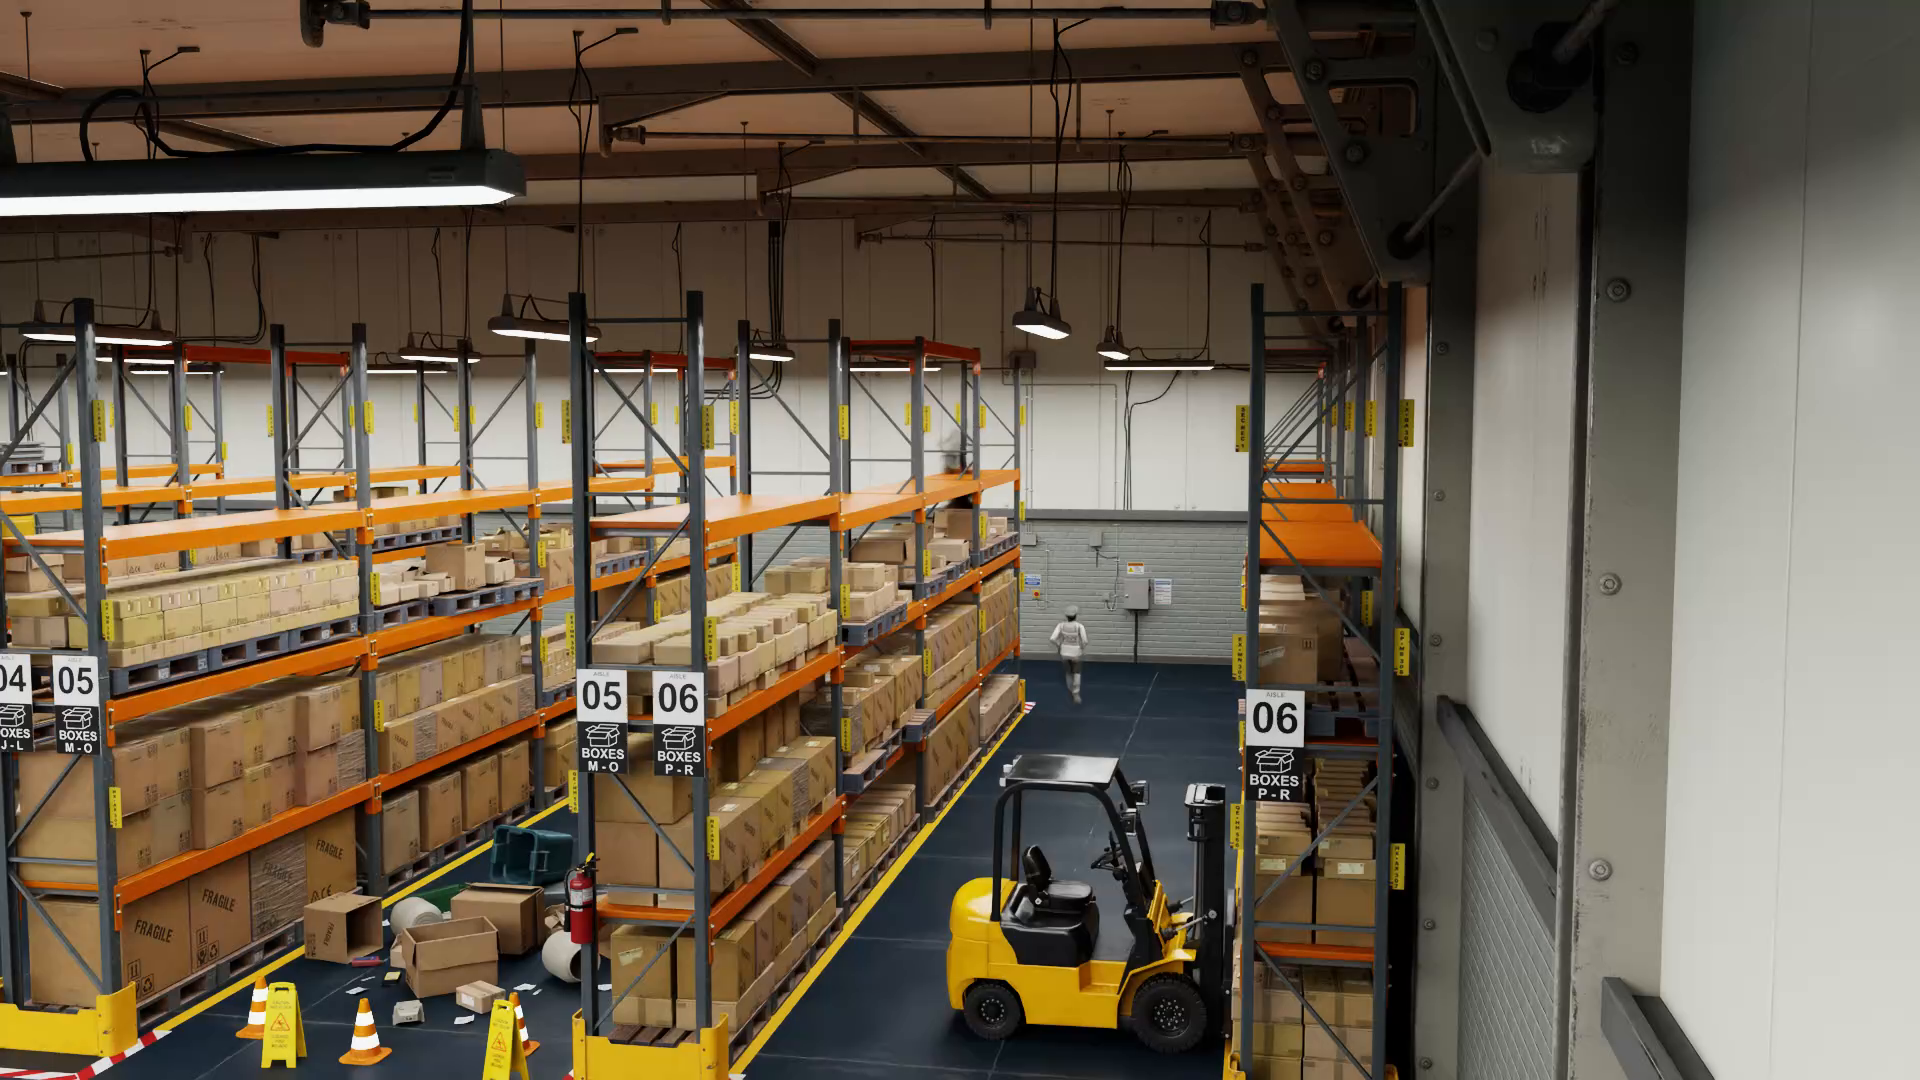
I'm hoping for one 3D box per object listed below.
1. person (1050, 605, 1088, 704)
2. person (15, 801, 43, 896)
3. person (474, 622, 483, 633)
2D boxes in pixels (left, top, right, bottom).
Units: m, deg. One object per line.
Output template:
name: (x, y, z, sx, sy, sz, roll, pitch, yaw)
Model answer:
person: (1.811, 1.866, 27.222, 0.618, 1.641, 0.575, 1, 5, 13)
person: (-8.900, 3.013, 16.274, 0.642, 1.773, 1.029, 0, 5, -2)
person: (-7.914, 2.150, 27.172, 0.572, 1.706, 0.686, 0, 5, 3)
